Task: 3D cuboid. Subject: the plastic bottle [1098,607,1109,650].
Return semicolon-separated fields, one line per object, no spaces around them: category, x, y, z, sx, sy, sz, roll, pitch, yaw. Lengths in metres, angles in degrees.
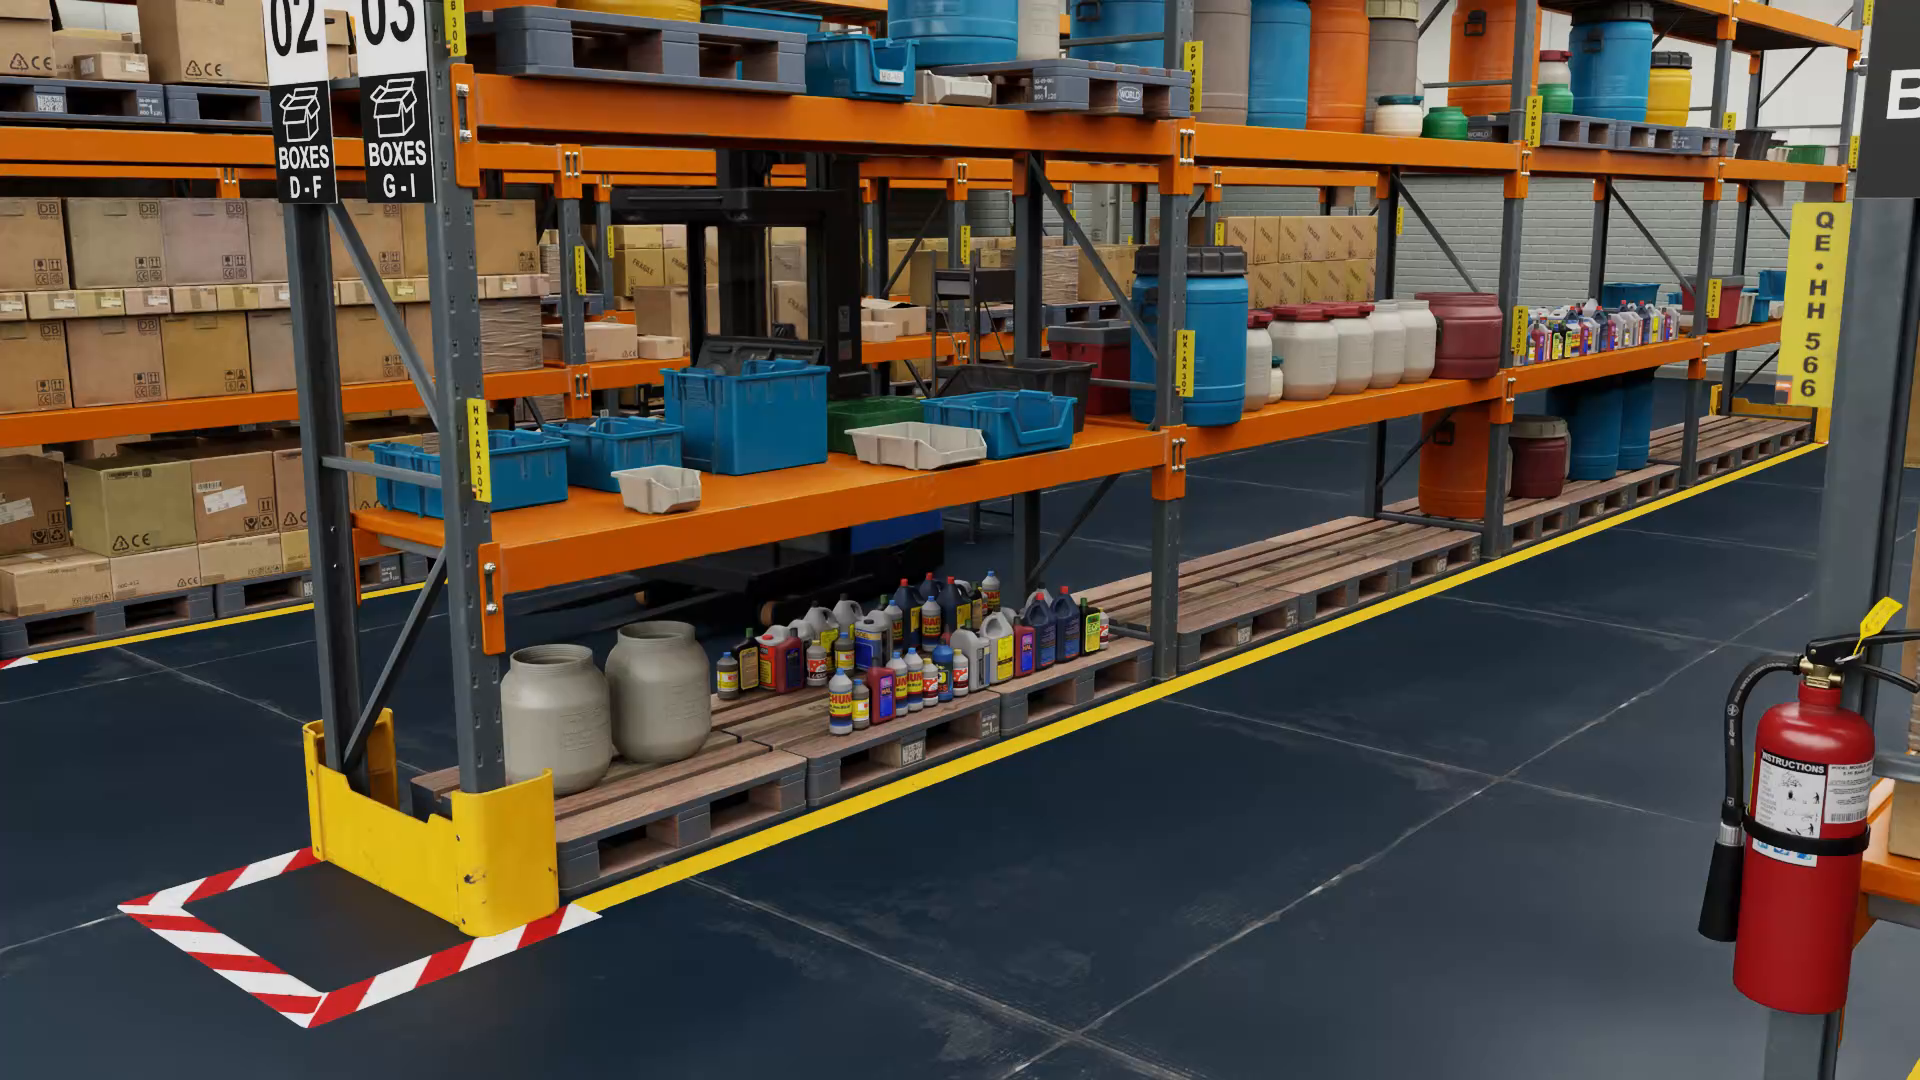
plastic bottle;0.700;0.441;8.366;0.097;0.201;0.097;0;11;0

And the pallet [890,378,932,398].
pallet;-0.894;-2.001;21.693;1.003;0.211;1.213;10;15;40

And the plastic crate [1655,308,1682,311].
plastic crate;6.524;-2.080;15.517;0.437;0.125;0.590;10;15;40

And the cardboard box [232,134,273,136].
cardboard box;-6.315;-3.886;15.023;0.500;0.500;0.500;-9;15;-39

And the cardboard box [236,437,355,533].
cardboard box;-4.140;-0.357;10.376;0.500;0.500;0.500;10;15;40

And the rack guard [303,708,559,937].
rack guard;-1.920;0.988;5.989;1.175;0.500;0.348;10;15;40

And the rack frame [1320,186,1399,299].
rack frame;4.909;-3.216;20.653;1.000;3.000;0.127;10;15;40

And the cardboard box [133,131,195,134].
cardboard box;-6.885;-3.513;14.178;0.500;0.500;0.500;10;15;42

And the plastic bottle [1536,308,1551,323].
plastic bottle;4.784;-1.770;13.733;0.152;0.276;0.135;10;15;40

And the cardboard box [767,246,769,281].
cardboard box;-2.564;-3.148;19.248;0.500;0.500;0.500;10;15;42

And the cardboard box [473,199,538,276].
cardboard box;-3.301;-2.069;11.346;0.700;0.500;0.500;10;15;41

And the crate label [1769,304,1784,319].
crate label;7.857;-2.247;16.321;0.396;0.136;0.243;10;15;40

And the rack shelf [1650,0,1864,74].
rack shelf;7.307;-4.673;15.492;1.077;0.370;4.000;10;15;40

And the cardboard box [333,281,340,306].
cardboard box;-4.043;-1.523;10.269;0.380;0.149;0.250;10;15;42

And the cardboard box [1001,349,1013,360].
cardboard box;0.468;-2.646;23.111;0.700;0.500;0.500;10;15;40

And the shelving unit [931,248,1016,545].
shelving unit;0.109;-1.054;12.127;0.431;2.100;0.503;10;15;40

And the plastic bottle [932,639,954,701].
plastic bottle;-0.078;0.580;7.491;0.097;0.271;0.097;0;11;0

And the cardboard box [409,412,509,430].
cardboard box;-3.554;-0.648;11.829;0.500;0.500;0.500;10;15;40

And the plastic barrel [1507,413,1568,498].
plastic barrel;4.402;-0.661;12.949;0.600;0.588;0.708;10;15;40

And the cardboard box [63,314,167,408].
cardboard box;-4.992;-1.056;9.583;0.700;0.500;0.500;10;15;42

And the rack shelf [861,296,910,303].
rack shelf;-0.135;-3.209;22.454;1.077;0.370;4.000;10;15;40

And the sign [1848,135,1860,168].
sign;9.051;-3.926;16.816;0.100;0.325;0.005;10;15;40

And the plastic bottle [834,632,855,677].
plastic bottle;-0.547;0.539;7.874;0.097;0.201;0.097;0;11;0

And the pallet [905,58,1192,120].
pallet;0.303;-2.069;7.734;1.213;0.211;1.003;10;15;40

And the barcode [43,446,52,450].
barcode;-7.827;-0.767;14.263;0.001;0.075;0.075;10;15;40

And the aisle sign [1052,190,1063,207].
aisle sign;1.458;-5.102;23.461;0.394;0.787;0.004;10;15;40

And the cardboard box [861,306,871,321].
cardboard box;-1.108;-1.888;14.235;0.500;0.311;0.500;10;15;40

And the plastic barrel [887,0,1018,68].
plastic barrel;-0.032;-2.599;7.556;0.600;0.901;0.708;10;15;40

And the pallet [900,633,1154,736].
pallet;0.231;0.652;8.410;1.003;0.211;1.213;10;15;40

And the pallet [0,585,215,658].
pallet;-5.180;0.388;9.730;1.003;0.211;1.213;10;15;40

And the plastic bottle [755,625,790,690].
plastic bottle;-0.865;0.539;7.686;0.152;0.276;0.135;10;15;41

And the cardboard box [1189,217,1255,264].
cardboard box;2.791;-3.199;17.764;0.500;0.500;0.500;10;15;42

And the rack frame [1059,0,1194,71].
rack frame;0.706;-3.751;8.017;1.000;3.000;0.127;10;15;40

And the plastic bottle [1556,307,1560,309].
plastic bottle;5.056;-1.837;14.078;0.097;0.271;0.097;0;11;0

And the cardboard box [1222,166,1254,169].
cardboard box;2.775;-4.064;17.625;0.500;0.250;0.500;10;15;40

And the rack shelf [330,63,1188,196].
rack shelf;-0.614;-1.633;6.908;1.077;0.370;4.000;10;15;40

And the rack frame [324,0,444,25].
rack frame;-1.935;-3.163;5.070;1.000;3.000;0.127;10;15;40

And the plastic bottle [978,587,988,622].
plastic bottle;0.099;0.352;8.809;0.097;0.201;0.097;0;11;0

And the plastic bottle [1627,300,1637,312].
plastic bottle;5.517;-1.803;13.706;0.144;0.351;0.185;10;15;40

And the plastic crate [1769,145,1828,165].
plastic crate;8.191;-3.760;16.259;0.450;0.188;0.336;10;15;40

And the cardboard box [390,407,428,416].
cardboard box;-5.592;-1.343;16.535;0.700;0.500;0.500;10;15;41

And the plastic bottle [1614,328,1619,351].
plastic bottle;5.097;-1.587;13.003;0.097;0.201;0.097;0;11;0

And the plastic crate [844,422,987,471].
plastic crate;-0.176;-0.408;7.270;0.530;0.136;0.437;10;15;40

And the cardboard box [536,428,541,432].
cardboard box;-2.961;-0.679;12.471;0.500;0.311;0.500;10;15;40

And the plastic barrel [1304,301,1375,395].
plastic barrel;2.272;-1.160;10.013;0.433;0.535;0.433;0;11;0

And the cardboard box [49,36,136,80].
cardboard box;-5.091;-2.737;9.552;0.500;0.250;0.500;10;15;40

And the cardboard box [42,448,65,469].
cardboard box;-7.807;-0.675;14.088;0.380;0.149;0.250;8;14;36

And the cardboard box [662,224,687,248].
cardboard box;-3.248;-3.364;18.413;0.500;0.250;0.500;9;15;40

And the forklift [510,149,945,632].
forklift;-1.336;-1.027;9.868;1.130;2.935;3.031;7;13;33

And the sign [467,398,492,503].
sign;-1.524;-0.285;5.271;0.100;0.325;0.005;10;15;40

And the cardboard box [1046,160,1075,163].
cardboard box;0.571;-3.779;15.558;0.910;0.500;0.500;10;15;40

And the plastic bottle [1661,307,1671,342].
plastic bottle;5.851;-1.789;13.809;0.061;0.283;0.133;10;15;40

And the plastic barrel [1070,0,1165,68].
plastic barrel;0.879;-2.629;8.776;0.600;0.901;0.708;10;15;40

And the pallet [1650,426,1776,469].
pallet;7.248;-0.912;16.240;1.003;0.211;1.213;10;15;40

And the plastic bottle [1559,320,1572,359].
plastic bottle;4.455;-1.478;12.252;0.061;0.283;0.133;10;15;40
